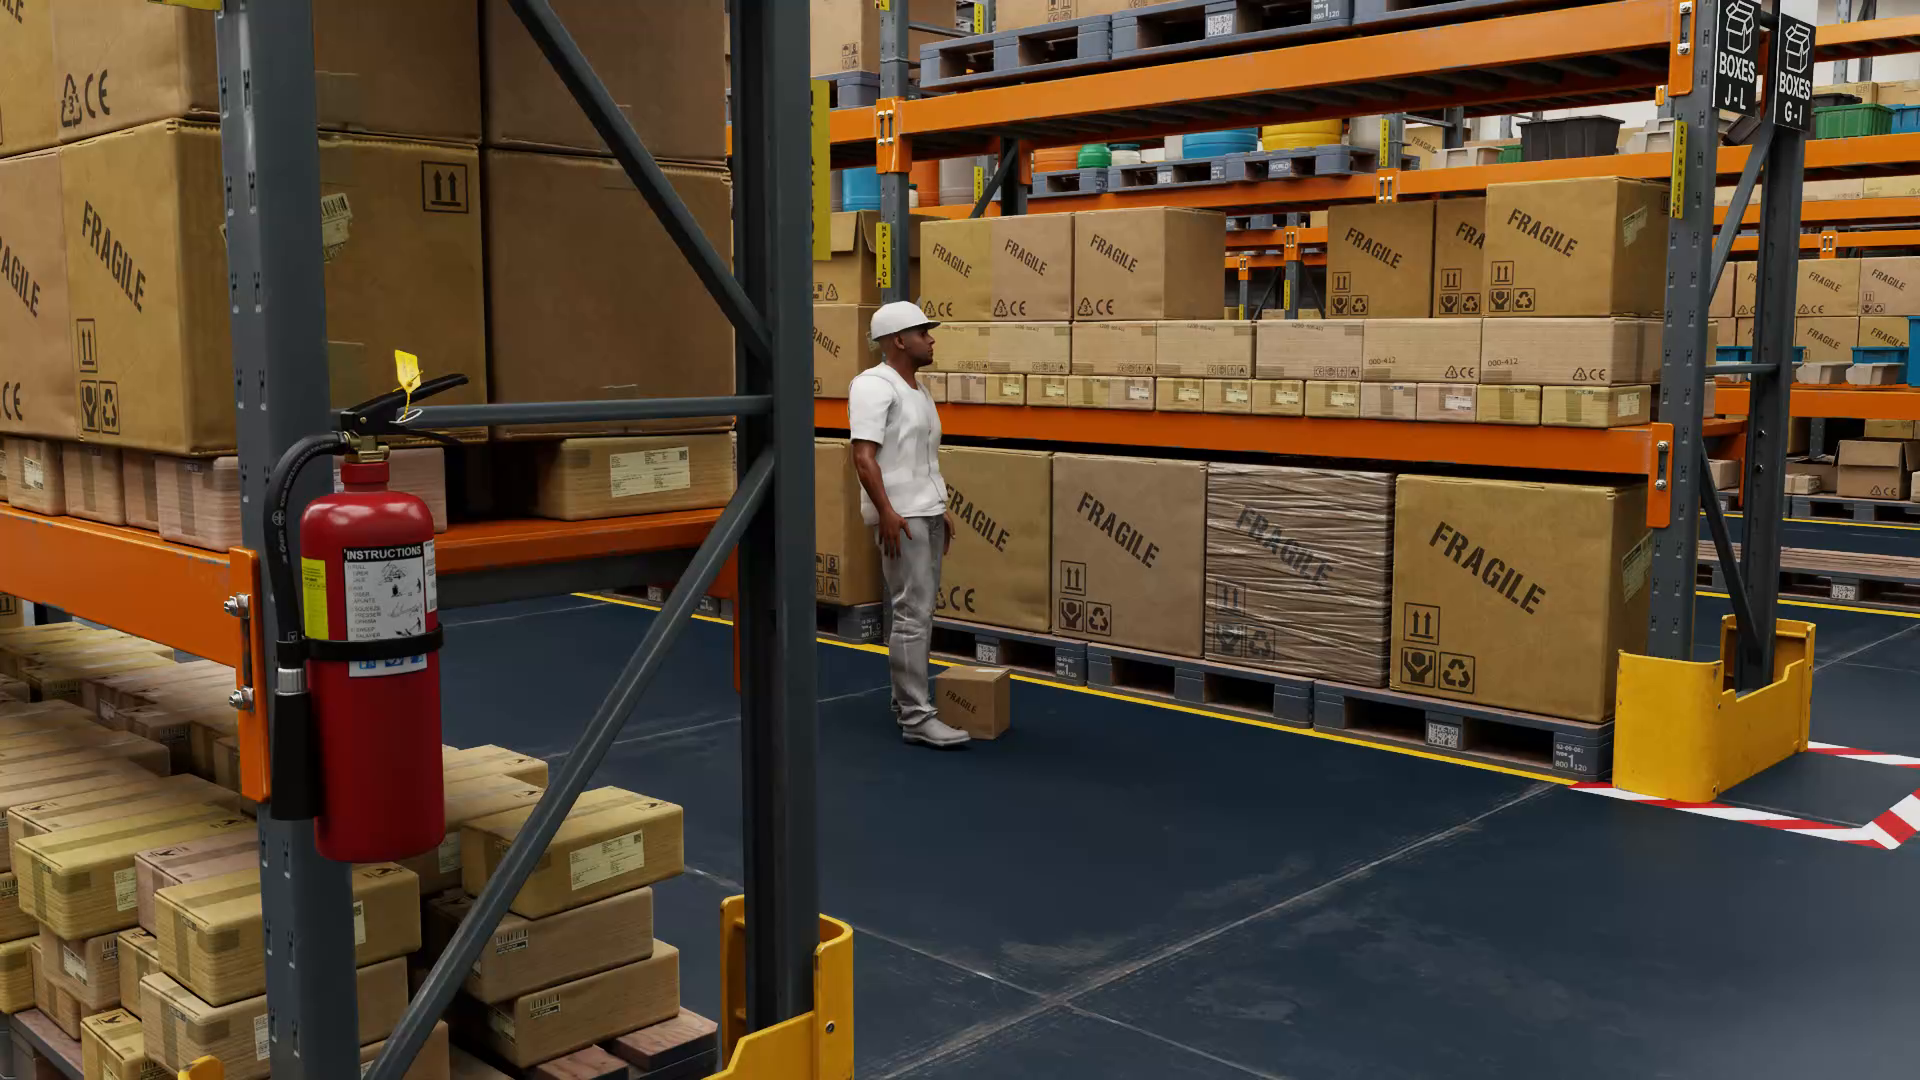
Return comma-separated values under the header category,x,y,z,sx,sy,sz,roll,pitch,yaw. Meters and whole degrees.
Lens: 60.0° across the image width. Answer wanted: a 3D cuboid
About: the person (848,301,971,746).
category,x,y,z,sx,sy,sz,roll,pitch,yaw
person,-0.145,-0.091,6.838,0.577,1.761,0.665,2,7,19
